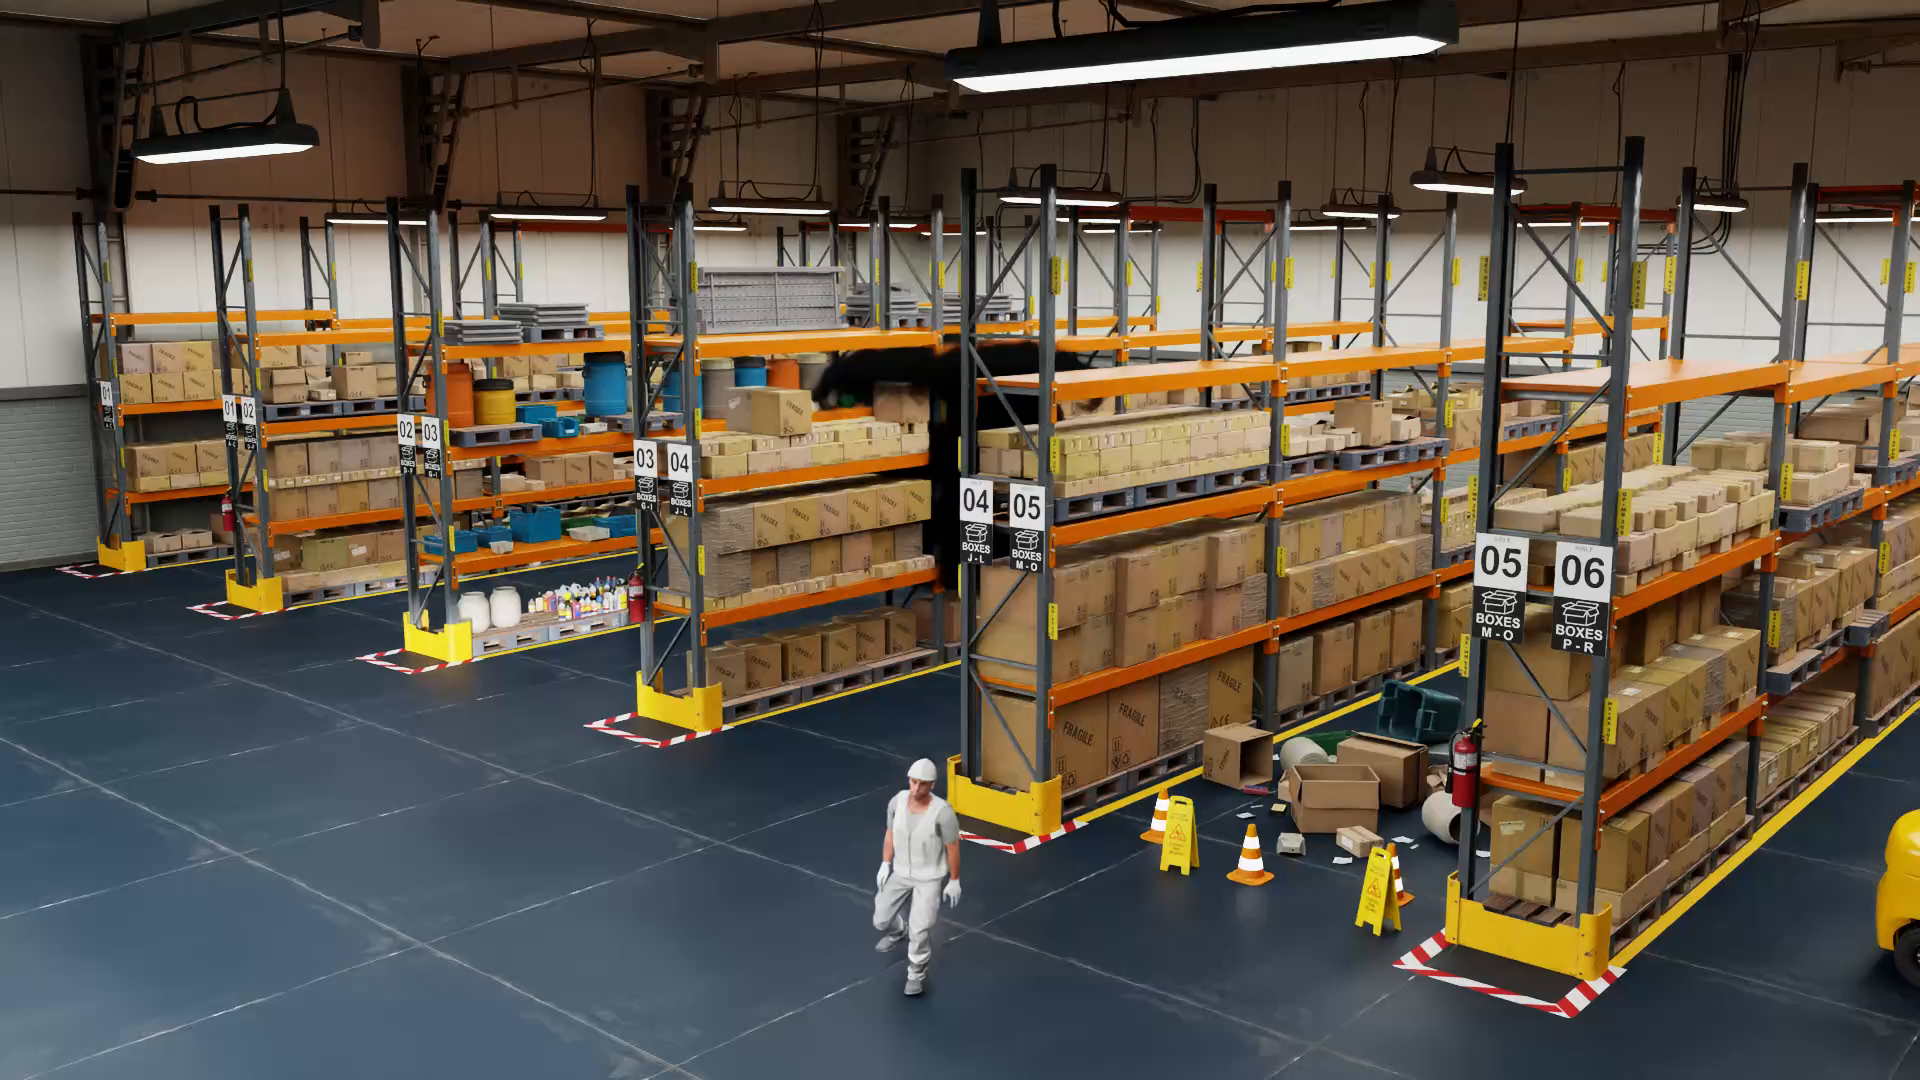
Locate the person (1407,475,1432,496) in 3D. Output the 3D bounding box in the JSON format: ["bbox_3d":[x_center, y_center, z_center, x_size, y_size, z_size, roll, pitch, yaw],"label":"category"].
[{"bbox_3d":[8.212,-0.448,29.499,0.594,1.491,1.027,8,13,41],"label":"person"}]

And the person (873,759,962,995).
[{"bbox_3d":[-0.328,2.348,11.930,0.822,1.727,0.603,5,11,26],"label":"person"}]

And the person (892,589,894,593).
[{"bbox_3d":[-1.224,0.028,24.628,0.608,1.596,0.797,5,11,26],"label":"person"}]
